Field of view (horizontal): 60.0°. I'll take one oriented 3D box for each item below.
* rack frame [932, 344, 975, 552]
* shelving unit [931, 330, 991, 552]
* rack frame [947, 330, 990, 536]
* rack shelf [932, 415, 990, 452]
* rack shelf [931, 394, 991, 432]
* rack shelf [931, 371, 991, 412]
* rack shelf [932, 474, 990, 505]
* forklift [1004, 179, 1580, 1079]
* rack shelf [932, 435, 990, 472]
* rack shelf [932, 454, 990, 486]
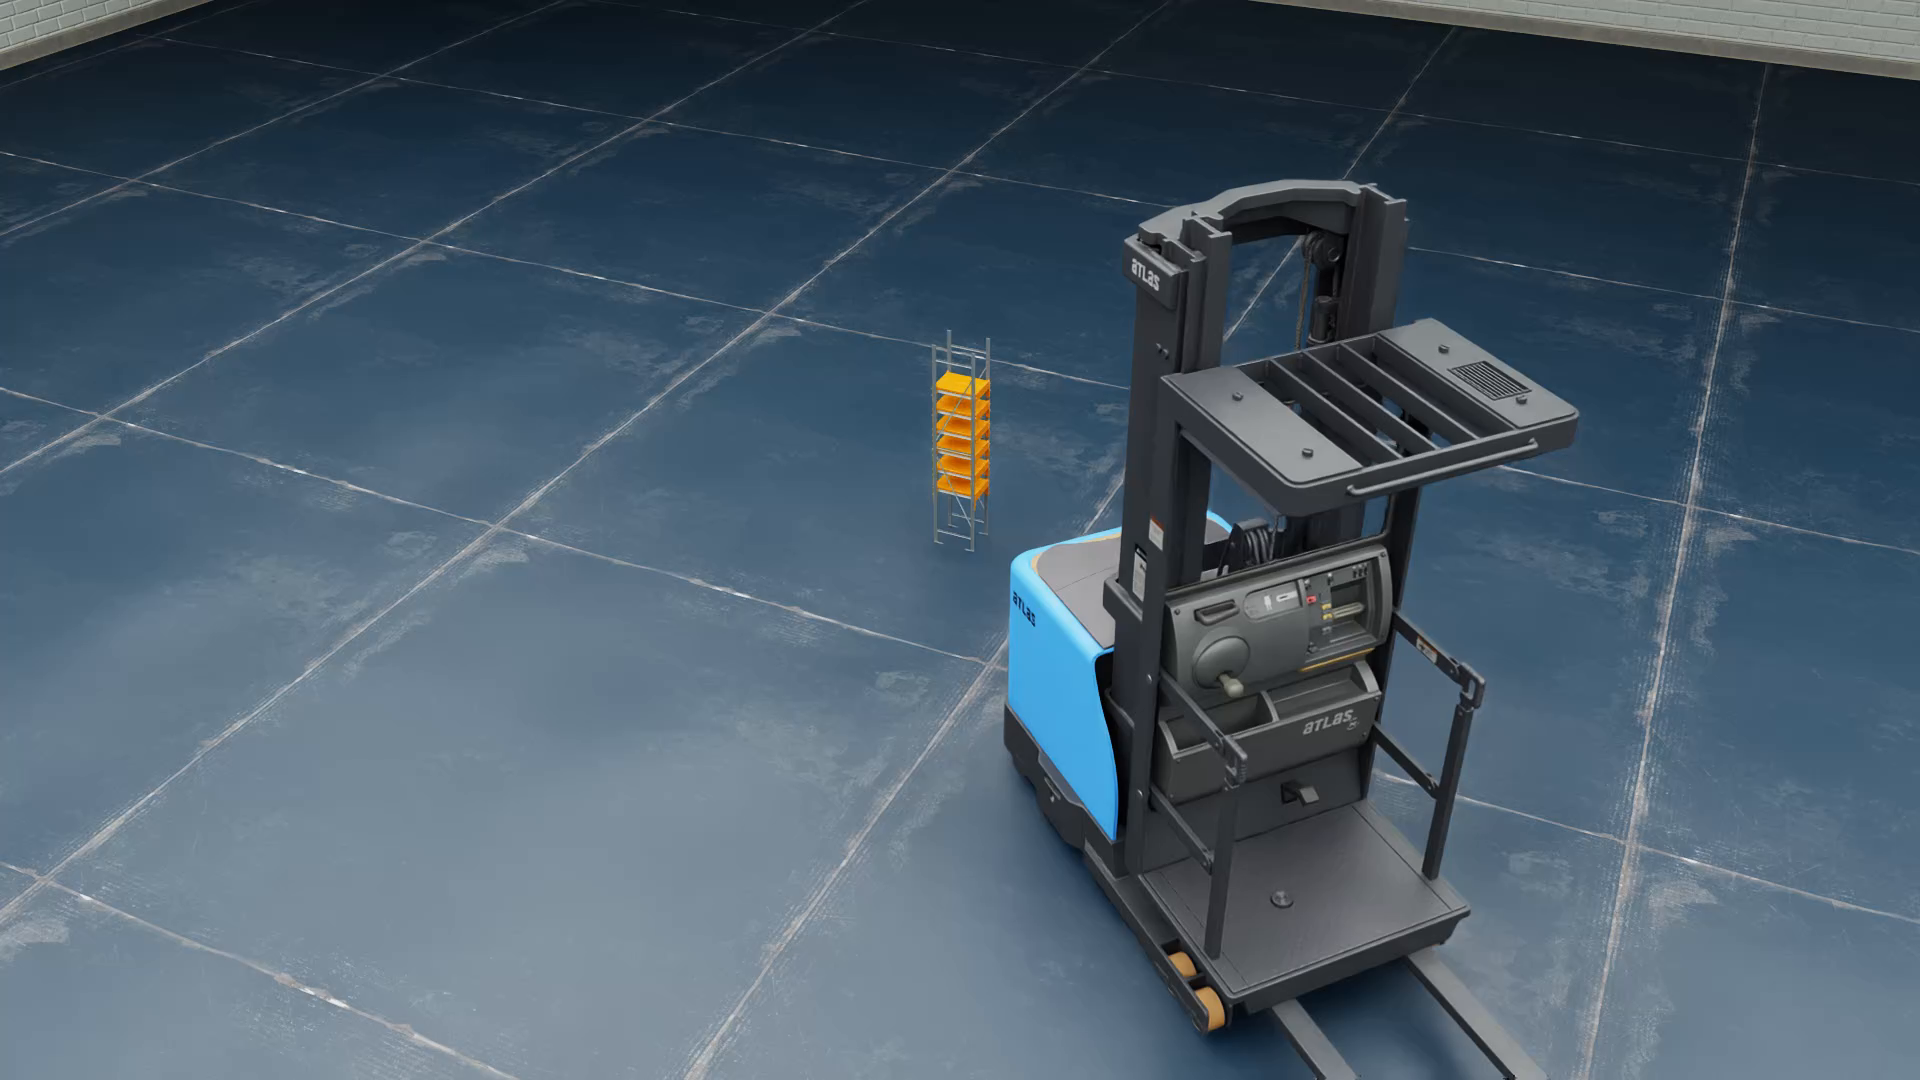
[{"bbox_3d":[-0.032,-0.463,8.731,0.240,1.200,0.006,14,36,20],"label":"rack frame"},{"bbox_3d":[0.006,-0.509,8.800,0.258,1.200,0.189,14,36,20],"label":"shelving unit"},{"bbox_3d":[0.044,-0.555,8.870,0.240,1.200,0.006,14,36,20],"label":"rack frame"},{"bbox_3d":[0.006,-0.572,8.759,0.258,0.103,0.180,14,36,20],"label":"rack shelf"},{"bbox_3d":[0.006,-0.673,8.693,0.258,0.103,0.180,14,36,20],"label":"rack shelf"},{"bbox_3d":[0.006,-0.773,8.627,0.258,0.103,0.180,14,36,20],"label":"rack shelf"},{"bbox_3d":[0.006,-0.271,8.956,0.258,0.103,0.180,14,36,20],"label":"rack shelf"},{"bbox_3d":[1.267,0.359,5.898,1.130,2.935,3.031,-14,36,-20],"label":"forklift"},{"bbox_3d":[0.006,-0.472,8.825,0.258,0.103,0.180,14,36,20],"label":"rack shelf"},{"bbox_3d":[0.006,-0.371,8.891,0.258,0.103,0.180,14,36,20],"label":"rack shelf"}]
